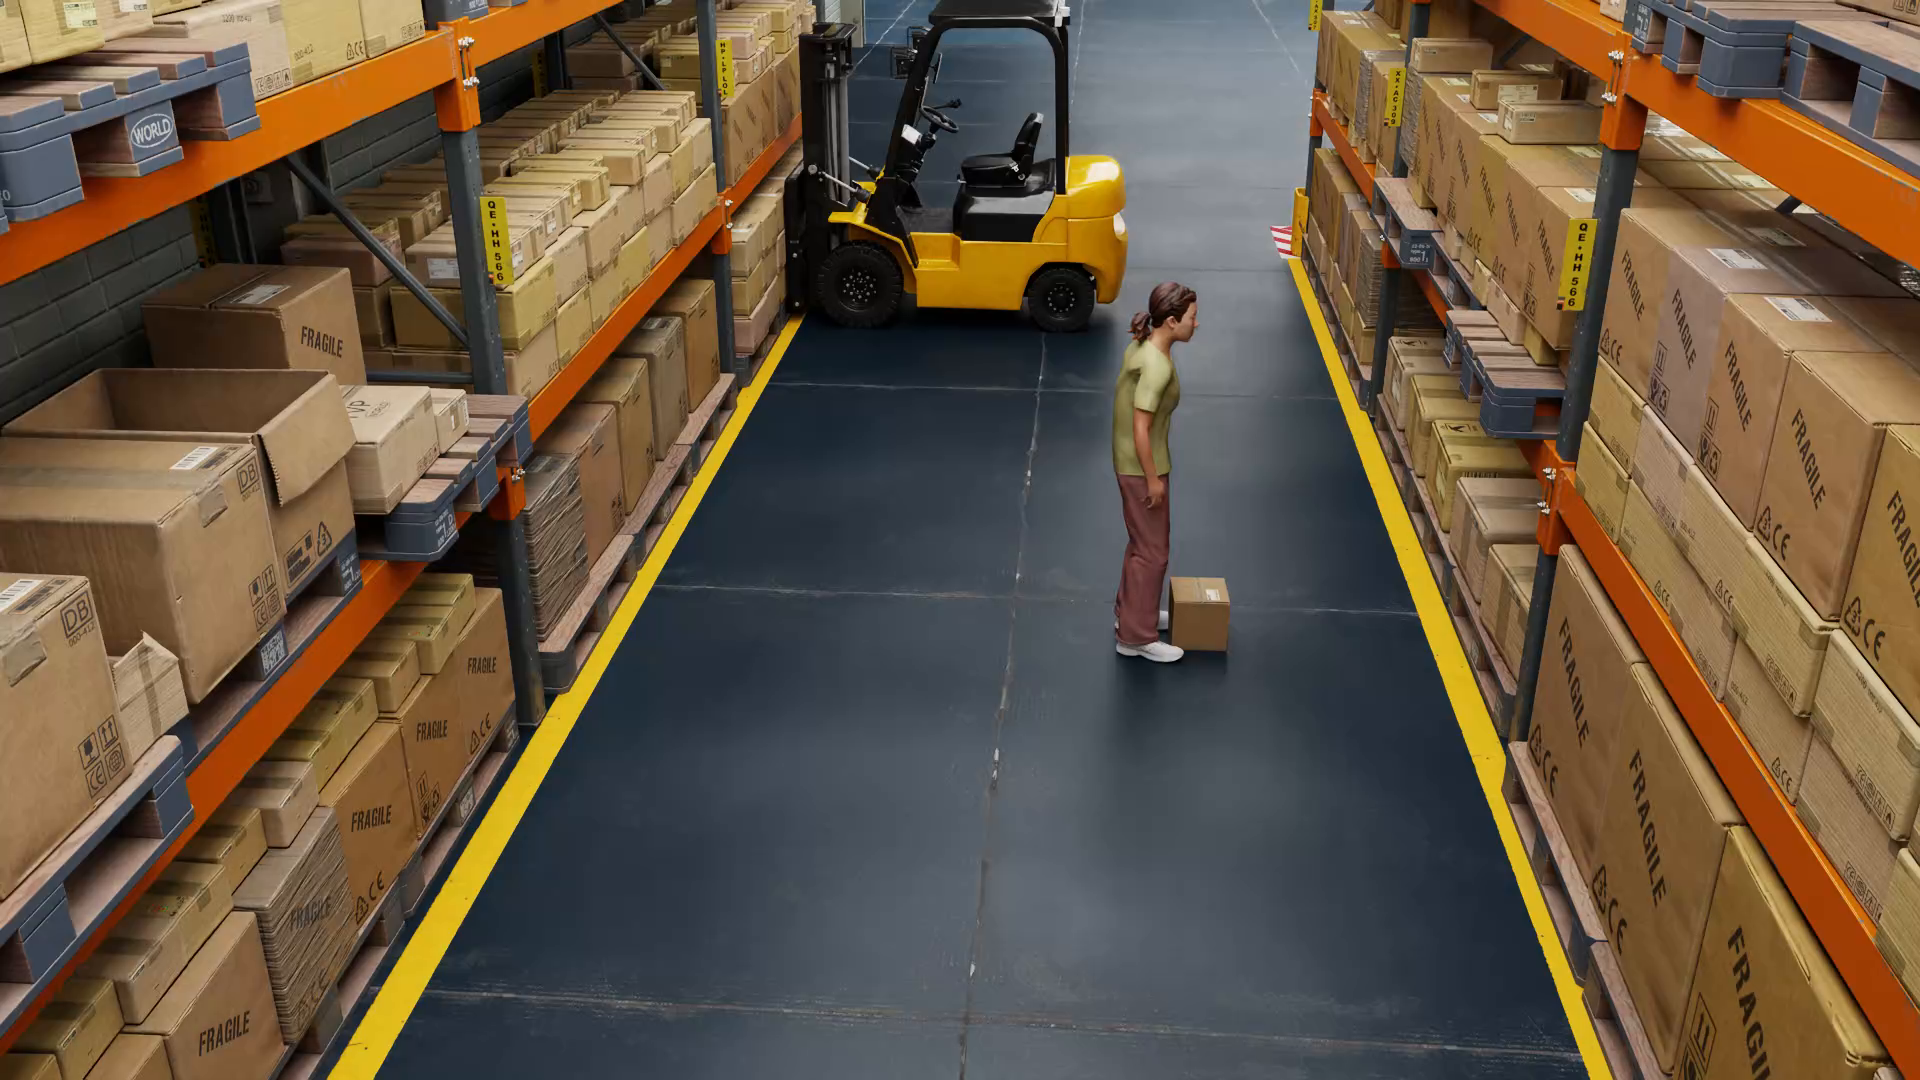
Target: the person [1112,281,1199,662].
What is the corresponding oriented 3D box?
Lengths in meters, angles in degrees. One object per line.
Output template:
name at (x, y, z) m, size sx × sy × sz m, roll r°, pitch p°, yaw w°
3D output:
person at (0.839, -0.313, 7.290) m, size 0.354 × 1.673 × 0.500 m, roll 2°, pitch 25°, yaw 4°
